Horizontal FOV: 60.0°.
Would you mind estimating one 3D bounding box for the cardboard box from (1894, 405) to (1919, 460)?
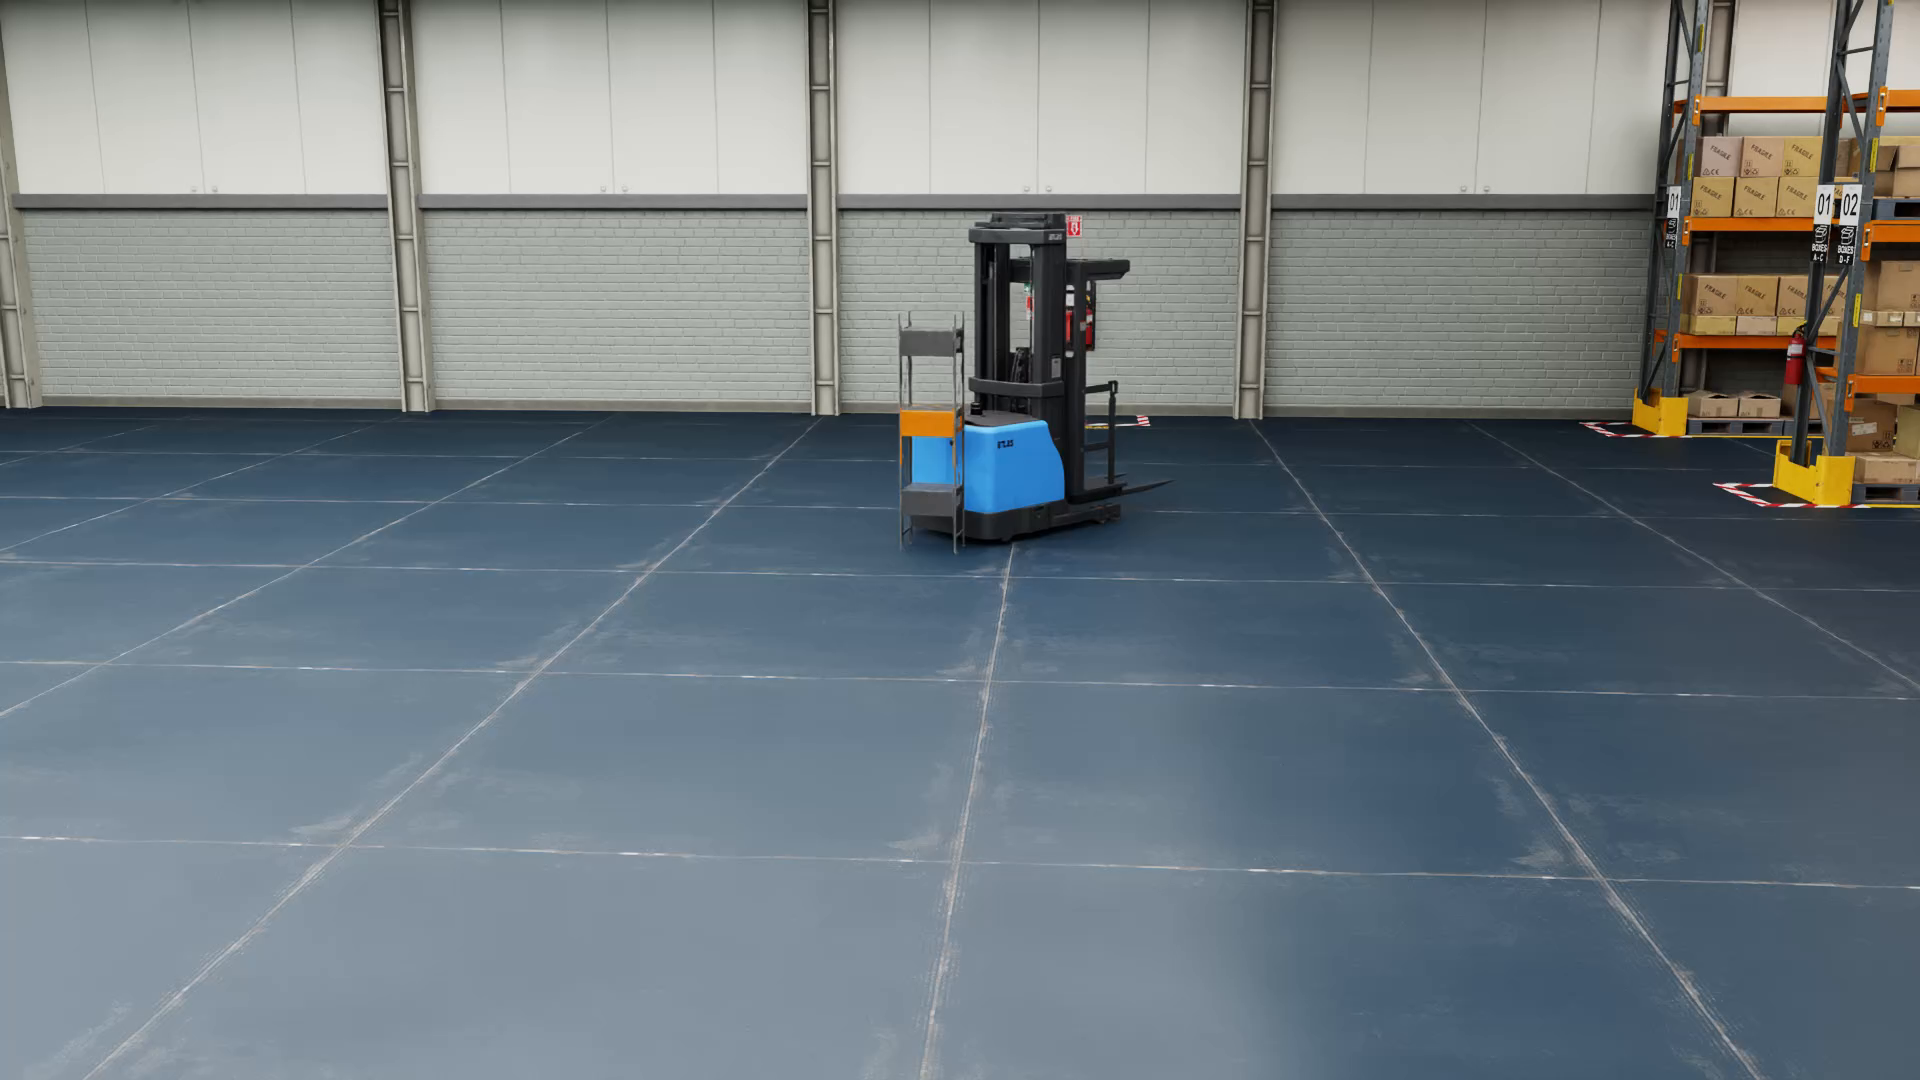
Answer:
[{"bbox_3d":[9.990,-1.106,17.070,0.500,0.500,0.500,1,12,4],"label":"cardboard box"}]

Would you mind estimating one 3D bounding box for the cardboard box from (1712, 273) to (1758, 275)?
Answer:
[{"bbox_3d":[10.285,-3.282,22.100,0.500,0.500,0.500,1,12,5],"label":"cardboard box"}]

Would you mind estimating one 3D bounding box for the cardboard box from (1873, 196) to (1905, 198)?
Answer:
[{"bbox_3d":[11.710,-4.389,21.284,0.500,0.500,0.500,0,12,2],"label":"cardboard box"}]

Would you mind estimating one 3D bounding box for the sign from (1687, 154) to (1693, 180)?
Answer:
[{"bbox_3d":[9.262,-4.736,21.103,0.005,0.325,0.100,1,12,4],"label":"sign"}]

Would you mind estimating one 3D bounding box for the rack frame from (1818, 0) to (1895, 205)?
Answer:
[{"bbox_3d":[8.971,-4.875,16.577,0.127,3.000,1.000,1,12,4],"label":"rack frame"}]

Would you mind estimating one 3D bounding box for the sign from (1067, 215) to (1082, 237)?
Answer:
[{"bbox_3d":[1.604,-4.396,23.280,0.199,0.298,0.001,1,12,4],"label":"sign"}]

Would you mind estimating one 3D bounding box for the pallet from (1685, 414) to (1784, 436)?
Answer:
[{"bbox_3d":[10.183,-1.566,22.222,1.213,0.211,1.003,1,12,4],"label":"pallet"}]

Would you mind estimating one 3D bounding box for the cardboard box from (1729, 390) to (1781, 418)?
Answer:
[{"bbox_3d":[10.552,-1.814,22.089,0.500,0.311,0.500,2,12,8],"label":"cardboard box"}]

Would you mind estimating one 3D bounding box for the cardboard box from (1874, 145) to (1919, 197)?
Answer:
[{"bbox_3d":[9.544,-3.723,16.774,0.637,0.503,0.797,2,12,8],"label":"cardboard box"}]

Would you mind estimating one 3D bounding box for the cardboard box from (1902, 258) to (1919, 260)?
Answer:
[{"bbox_3d":[10.014,-2.607,16.972,0.500,0.500,0.700,0,12,2],"label":"cardboard box"}]

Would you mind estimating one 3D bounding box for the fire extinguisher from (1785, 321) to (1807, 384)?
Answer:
[{"bbox_3d":[8.884,-1.997,17.660,0.183,0.674,0.296,1,12,4],"label":"fire extinguisher"}]

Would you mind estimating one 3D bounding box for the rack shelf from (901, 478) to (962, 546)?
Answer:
[{"bbox_3d":[-0.243,-0.253,14.815,0.480,0.518,0.431,2,12,12],"label":"rack shelf"}]

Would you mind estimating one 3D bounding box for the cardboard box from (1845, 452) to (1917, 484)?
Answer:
[{"bbox_3d":[9.491,-0.745,17.177,0.500,0.250,0.500,1,12,4],"label":"cardboard box"}]

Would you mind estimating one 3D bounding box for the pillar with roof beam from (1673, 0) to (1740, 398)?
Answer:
[{"bbox_3d":[9.767,-5.175,18.009,0.400,9.000,9.100,1,12,4],"label":"pillar with roof beam"}]

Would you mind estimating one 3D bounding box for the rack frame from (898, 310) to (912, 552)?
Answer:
[{"bbox_3d":[-0.482,-0.961,14.718,0.015,2.100,0.400,2,12,12],"label":"rack frame"}]

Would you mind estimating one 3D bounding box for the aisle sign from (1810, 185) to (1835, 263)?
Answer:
[{"bbox_3d":[8.925,-3.272,17.216,0.004,0.787,0.394,1,12,4],"label":"aisle sign"}]

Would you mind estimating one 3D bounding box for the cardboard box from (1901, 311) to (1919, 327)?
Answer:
[{"bbox_3d":[9.612,-2.252,16.864,0.250,0.149,0.380,0,12,2],"label":"cardboard box"}]

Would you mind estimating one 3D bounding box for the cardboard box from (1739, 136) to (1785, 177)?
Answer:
[{"bbox_3d":[10.164,-4.895,21.263,0.500,0.500,0.500,1,12,3],"label":"cardboard box"}]

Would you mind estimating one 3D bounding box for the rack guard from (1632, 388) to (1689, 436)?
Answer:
[{"bbox_3d":[9.374,-1.726,22.280,0.348,0.500,1.175,1,12,4],"label":"rack guard"}]

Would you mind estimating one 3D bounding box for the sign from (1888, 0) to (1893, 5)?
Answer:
[{"bbox_3d":[8.928,-5.296,15.923,0.005,0.325,0.100,1,12,4],"label":"sign"}]

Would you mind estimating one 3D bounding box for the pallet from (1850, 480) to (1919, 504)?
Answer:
[{"bbox_3d":[9.737,-0.572,17.467,1.213,0.211,1.003,1,12,4],"label":"pallet"}]

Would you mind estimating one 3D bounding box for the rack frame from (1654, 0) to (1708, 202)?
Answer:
[{"bbox_3d":[9.298,-5.887,21.415,0.127,3.000,1.000,1,12,4],"label":"rack frame"}]

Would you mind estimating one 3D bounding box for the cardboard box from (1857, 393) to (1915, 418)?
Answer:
[{"bbox_3d":[12.251,-1.894,22.007,0.500,0.500,0.500,0,12,-1],"label":"cardboard box"}]

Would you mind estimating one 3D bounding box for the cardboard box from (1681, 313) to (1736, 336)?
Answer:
[{"bbox_3d":[9.764,-2.815,21.700,0.500,0.250,0.500,0,12,2],"label":"cardboard box"}]

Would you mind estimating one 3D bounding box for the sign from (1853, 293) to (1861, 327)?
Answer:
[{"bbox_3d":[8.928,-2.288,16.553,0.005,0.325,0.100,1,12,4],"label":"sign"}]

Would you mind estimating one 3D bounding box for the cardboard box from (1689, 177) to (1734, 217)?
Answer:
[{"bbox_3d":[9.615,-4.422,21.444,0.500,0.500,0.500,1,12,5],"label":"cardboard box"}]

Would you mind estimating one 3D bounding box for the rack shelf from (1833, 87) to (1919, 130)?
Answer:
[{"bbox_3d":[10.967,-4.300,16.560,4.000,0.370,1.077,1,12,4],"label":"rack shelf"}]

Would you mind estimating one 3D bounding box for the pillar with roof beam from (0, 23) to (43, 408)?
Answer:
[{"bbox_3d":[-14.179,-5.503,19.579,0.400,9.000,9.100,1,12,4],"label":"pillar with roof beam"}]

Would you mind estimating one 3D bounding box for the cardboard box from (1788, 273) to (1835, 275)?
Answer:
[{"bbox_3d":[11.303,-3.269,22.037,0.500,0.500,0.500,1,12,5],"label":"cardboard box"}]

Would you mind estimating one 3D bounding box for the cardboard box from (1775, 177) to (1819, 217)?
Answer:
[{"bbox_3d":[10.667,-4.401,21.344,0.500,0.500,0.500,1,12,6],"label":"cardboard box"}]

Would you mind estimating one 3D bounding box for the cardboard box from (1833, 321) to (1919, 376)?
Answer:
[{"bbox_3d":[9.436,-1.978,17.138,0.500,0.500,0.700,1,12,4],"label":"cardboard box"}]

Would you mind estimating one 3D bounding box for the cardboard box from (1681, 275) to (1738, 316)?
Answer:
[{"bbox_3d":[9.755,-3.186,21.641,0.500,0.500,0.500,1,12,4],"label":"cardboard box"}]

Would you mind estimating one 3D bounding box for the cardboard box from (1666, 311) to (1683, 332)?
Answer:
[{"bbox_3d":[9.778,-2.920,22.201,0.500,0.250,0.500,1,12,5],"label":"cardboard box"}]

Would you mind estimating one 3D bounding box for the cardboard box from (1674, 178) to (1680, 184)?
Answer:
[{"bbox_3d":[9.732,-4.523,21.930,0.500,0.500,0.500,2,12,8],"label":"cardboard box"}]

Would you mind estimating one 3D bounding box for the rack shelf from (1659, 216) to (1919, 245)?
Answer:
[{"bbox_3d":[11.294,-4.039,21.665,4.000,0.370,1.077,1,12,4],"label":"rack shelf"}]

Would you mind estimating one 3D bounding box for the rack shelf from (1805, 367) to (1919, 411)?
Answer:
[{"bbox_3d":[10.967,-1.559,17.134,4.000,0.370,1.077,1,12,4],"label":"rack shelf"}]

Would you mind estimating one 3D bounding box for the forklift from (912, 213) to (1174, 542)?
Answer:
[{"bbox_3d":[0.919,-1.655,16.003,1.130,2.935,3.031,11,16,42],"label":"forklift"}]

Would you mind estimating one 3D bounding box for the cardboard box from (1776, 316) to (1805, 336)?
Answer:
[{"bbox_3d":[10.791,-2.803,21.641,0.500,0.250,0.500,1,12,3],"label":"cardboard box"}]

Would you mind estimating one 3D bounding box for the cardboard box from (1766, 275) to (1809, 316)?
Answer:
[{"bbox_3d":[10.762,-3.169,21.559,0.500,0.500,0.500,0,12,2],"label":"cardboard box"}]

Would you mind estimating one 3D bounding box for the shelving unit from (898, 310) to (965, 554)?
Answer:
[{"bbox_3d":[-0.243,-0.951,14.669,0.503,2.100,0.431,2,12,12],"label":"shelving unit"}]

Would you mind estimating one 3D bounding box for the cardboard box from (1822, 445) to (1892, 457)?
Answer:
[{"bbox_3d":[9.526,-0.851,17.683,0.500,0.250,0.500,1,12,4],"label":"cardboard box"}]

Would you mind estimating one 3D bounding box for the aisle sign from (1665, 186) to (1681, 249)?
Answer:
[{"bbox_3d":[9.207,-4.163,21.475,0.004,0.787,0.394,1,12,4],"label":"aisle sign"}]

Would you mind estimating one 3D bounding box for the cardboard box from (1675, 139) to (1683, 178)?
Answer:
[{"bbox_3d":[9.746,-5.014,21.834,0.500,0.500,0.500,1,12,6],"label":"cardboard box"}]

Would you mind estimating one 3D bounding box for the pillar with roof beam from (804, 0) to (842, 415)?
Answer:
[{"bbox_3d":[-2.206,-5.339,18.794,0.400,9.000,9.100,1,12,4],"label":"pillar with roof beam"}]

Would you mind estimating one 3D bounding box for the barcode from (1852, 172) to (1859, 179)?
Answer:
[{"bbox_3d":[9.305,-3.785,17.276,0.075,0.075,0.001,1,12,4],"label":"barcode"}]

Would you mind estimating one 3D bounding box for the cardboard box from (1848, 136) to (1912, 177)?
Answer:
[{"bbox_3d":[11.702,-4.874,21.163,0.500,0.500,0.500,0,12,2],"label":"cardboard box"}]
